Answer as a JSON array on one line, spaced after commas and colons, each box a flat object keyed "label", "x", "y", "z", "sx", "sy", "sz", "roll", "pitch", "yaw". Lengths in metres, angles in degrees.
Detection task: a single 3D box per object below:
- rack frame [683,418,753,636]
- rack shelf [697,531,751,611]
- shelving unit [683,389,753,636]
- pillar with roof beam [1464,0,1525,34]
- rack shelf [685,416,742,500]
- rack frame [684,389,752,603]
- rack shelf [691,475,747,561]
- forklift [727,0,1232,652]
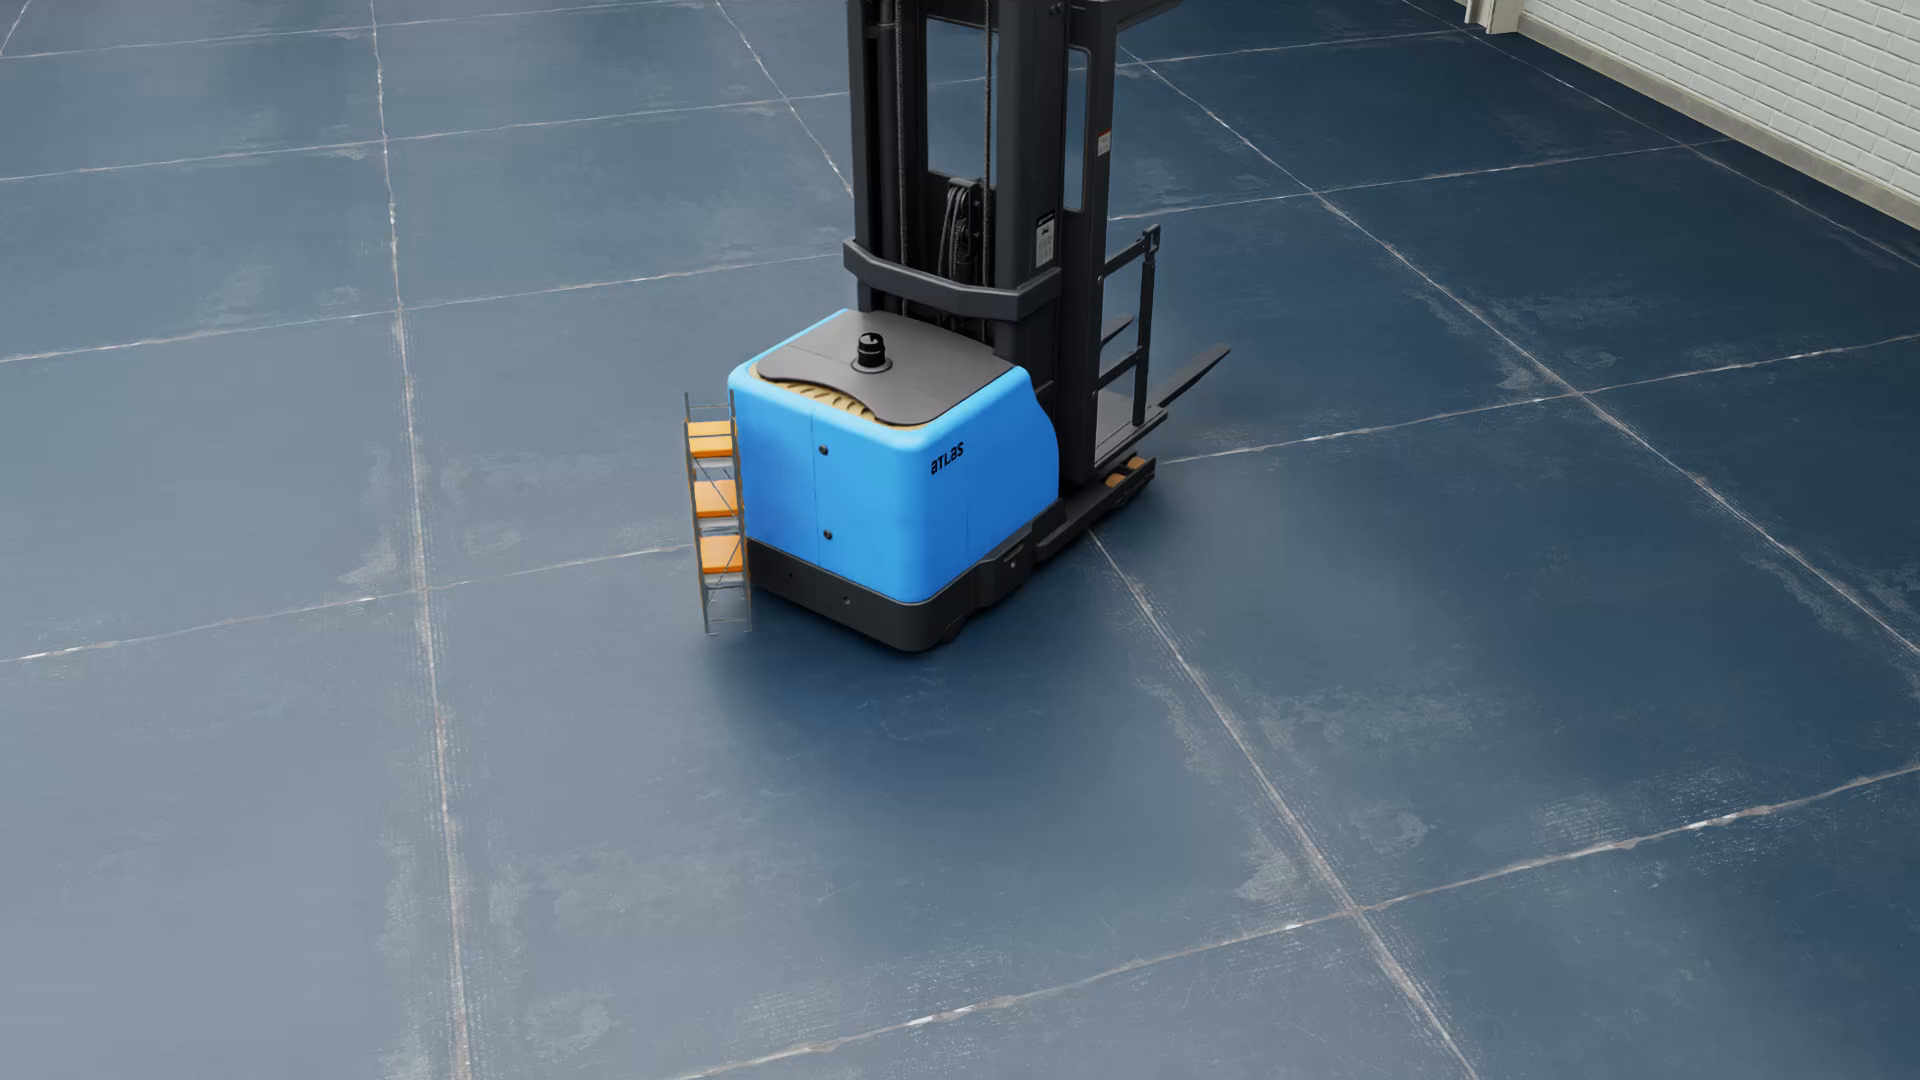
[{"label": "rack frame", "x": -0.992, "y": -0.035, "z": 6.851, "sx": 0.200, "sy": 1.050, "sz": 0.008, "roll": -4, "pitch": 34, "yaw": -6}, {"label": "rack shelf", "x": -1.007, "y": 0.139, "z": 7.111, "sx": 0.215, "sy": 0.259, "sz": 0.240, "roll": -4, "pitch": 34, "yaw": -6}, {"label": "shelving unit", "x": -1.007, "y": -0.102, "z": 6.952, "sx": 0.215, "sy": 1.050, "sz": 0.252, "roll": -4, "pitch": 34, "yaw": -6}, {"label": "pillar with roof beam", "x": 0.555, "y": -7.527, "z": 10.979, "sx": 9.100, "sy": 9.000, "sz": 0.400, "roll": -10, "pitch": 35, "yaw": -15}, {"label": "rack shelf", "x": -1.007, "y": -0.330, "z": 6.801, "sx": 0.215, "sy": 0.259, "sz": 0.240, "roll": -4, "pitch": 34, "yaw": -6}, {"label": "rack frame", "x": -1.022, "y": -0.169, "z": 7.053, "sx": 0.200, "sy": 1.050, "sz": 0.008, "roll": -4, "pitch": 34, "yaw": -6}, {"label": "rack shelf", "x": -1.007, "y": -0.093, "z": 6.958, "sx": 0.215, "sy": 0.259, "sz": 0.240, "roll": -4, "pitch": 34, "yaw": -6}, {"label": "forklift", "x": 0.296, "y": -1.518, "z": 7.389, "sx": 1.130, "sy": 2.935, "sz": 3.031, "roll": 22, "pitch": 39, "yaw": 30}]
